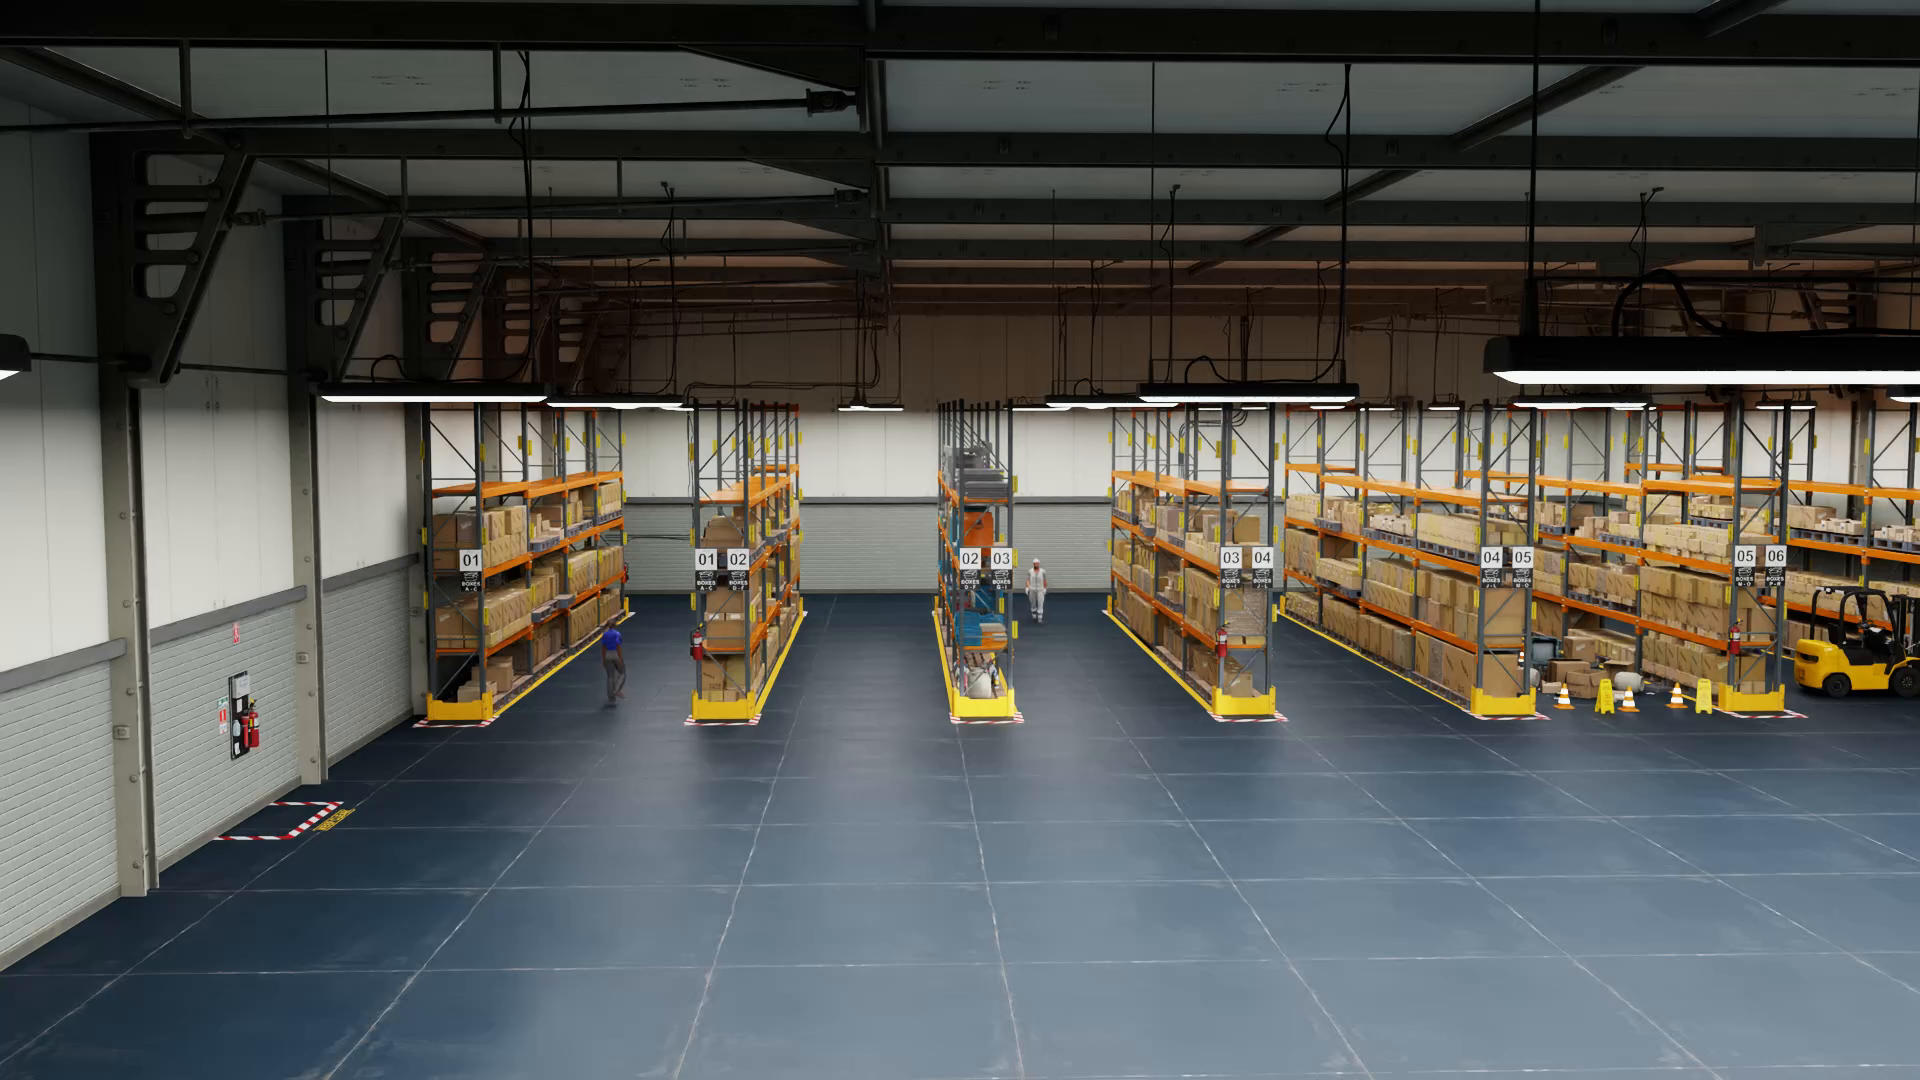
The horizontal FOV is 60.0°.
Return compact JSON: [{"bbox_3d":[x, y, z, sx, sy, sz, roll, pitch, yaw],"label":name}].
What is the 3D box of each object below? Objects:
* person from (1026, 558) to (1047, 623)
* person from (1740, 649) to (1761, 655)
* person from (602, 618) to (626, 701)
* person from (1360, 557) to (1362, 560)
[{"bbox_3d":[2.092,1.370,45.587,0.598,1.725,1.041,0,4,1],"label":"person"},{"bbox_3d":[18.162,2.025,38.240,0.489,1.671,0.701,-1,4,-14],"label":"person"},{"bbox_3d":[-6.897,2.408,33.092,0.508,1.593,0.456,1,4,8],"label":"person"},{"bbox_3d":[11.378,1.303,47.372,0.510,1.671,0.440,0,4,3],"label":"person"}]
